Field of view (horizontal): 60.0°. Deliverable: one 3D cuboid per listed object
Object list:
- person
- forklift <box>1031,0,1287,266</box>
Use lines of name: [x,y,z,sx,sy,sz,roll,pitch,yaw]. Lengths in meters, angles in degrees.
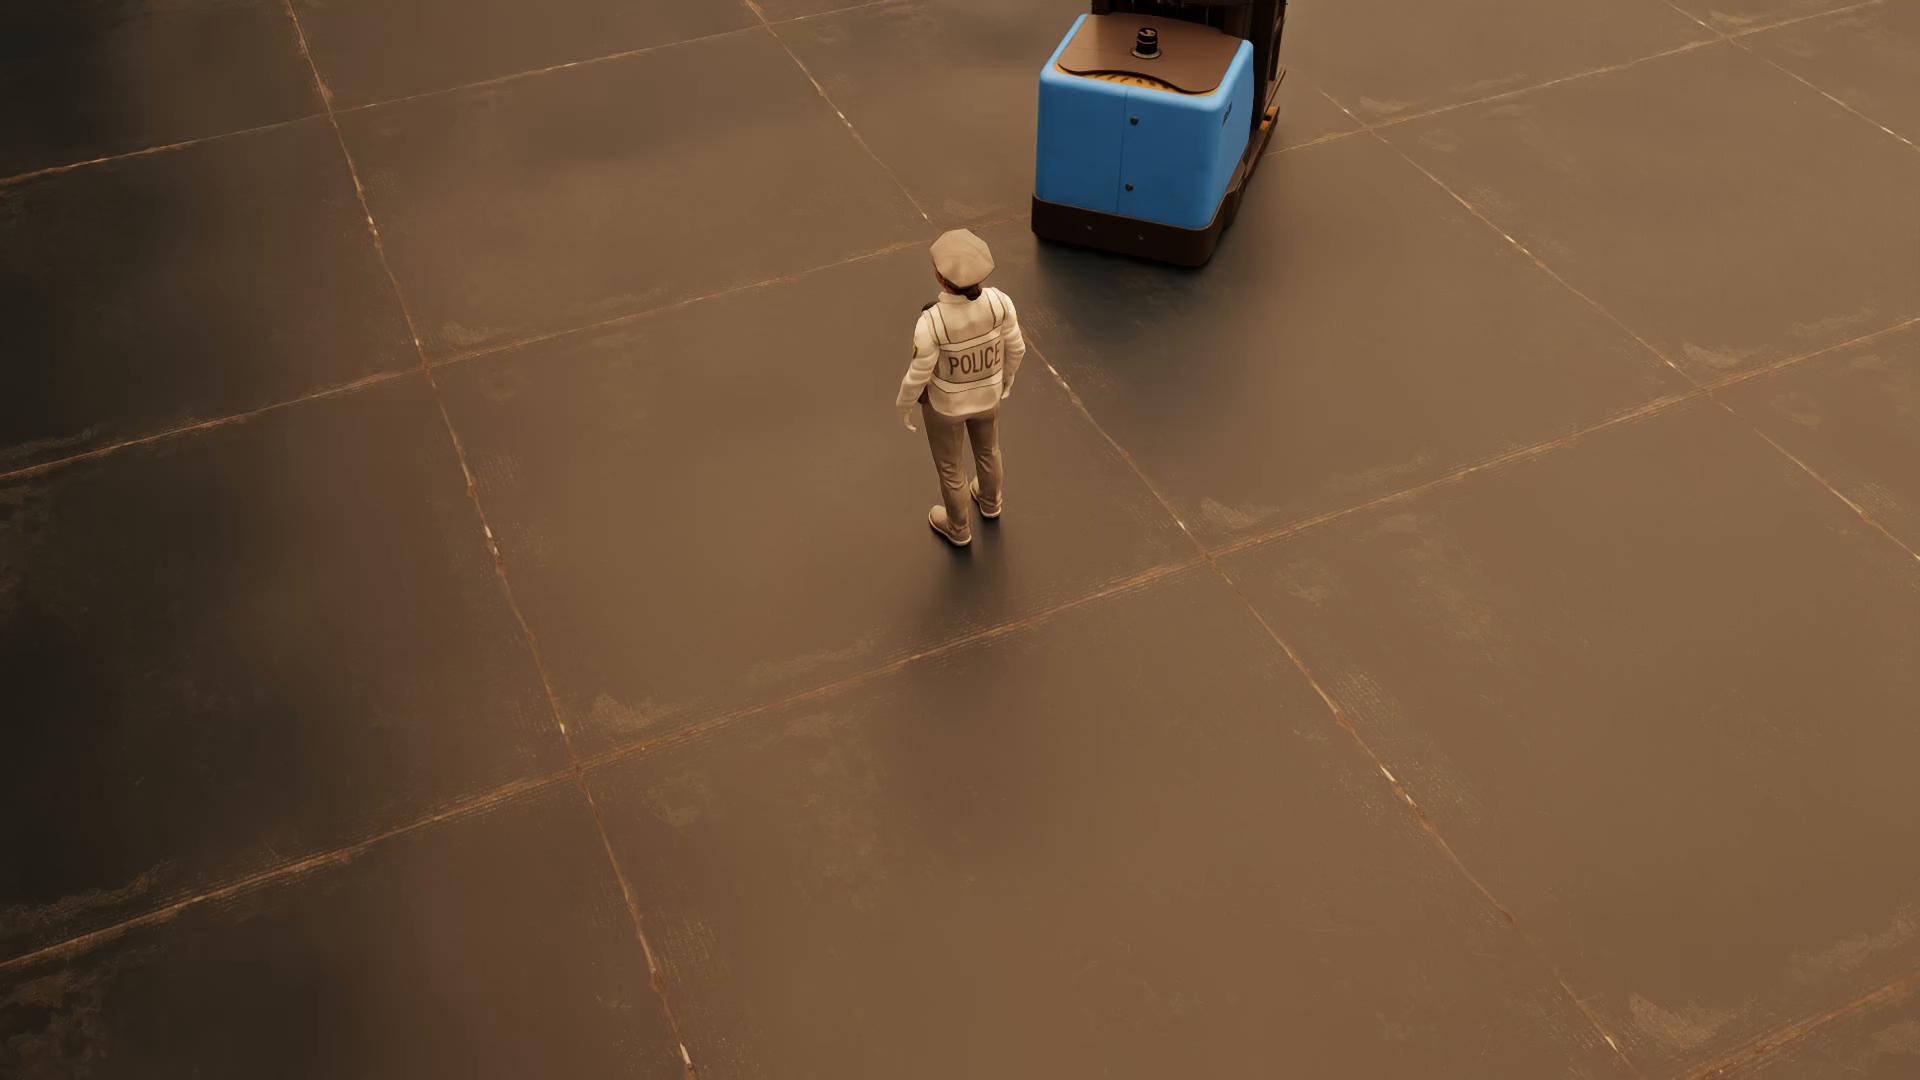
person: [-0.022,-0.669,7.293,0.586,1.694,0.531,-18,46,-18]
forklift: [1.396,-3.633,9.573,1.130,2.935,3.031,14,45,15]
